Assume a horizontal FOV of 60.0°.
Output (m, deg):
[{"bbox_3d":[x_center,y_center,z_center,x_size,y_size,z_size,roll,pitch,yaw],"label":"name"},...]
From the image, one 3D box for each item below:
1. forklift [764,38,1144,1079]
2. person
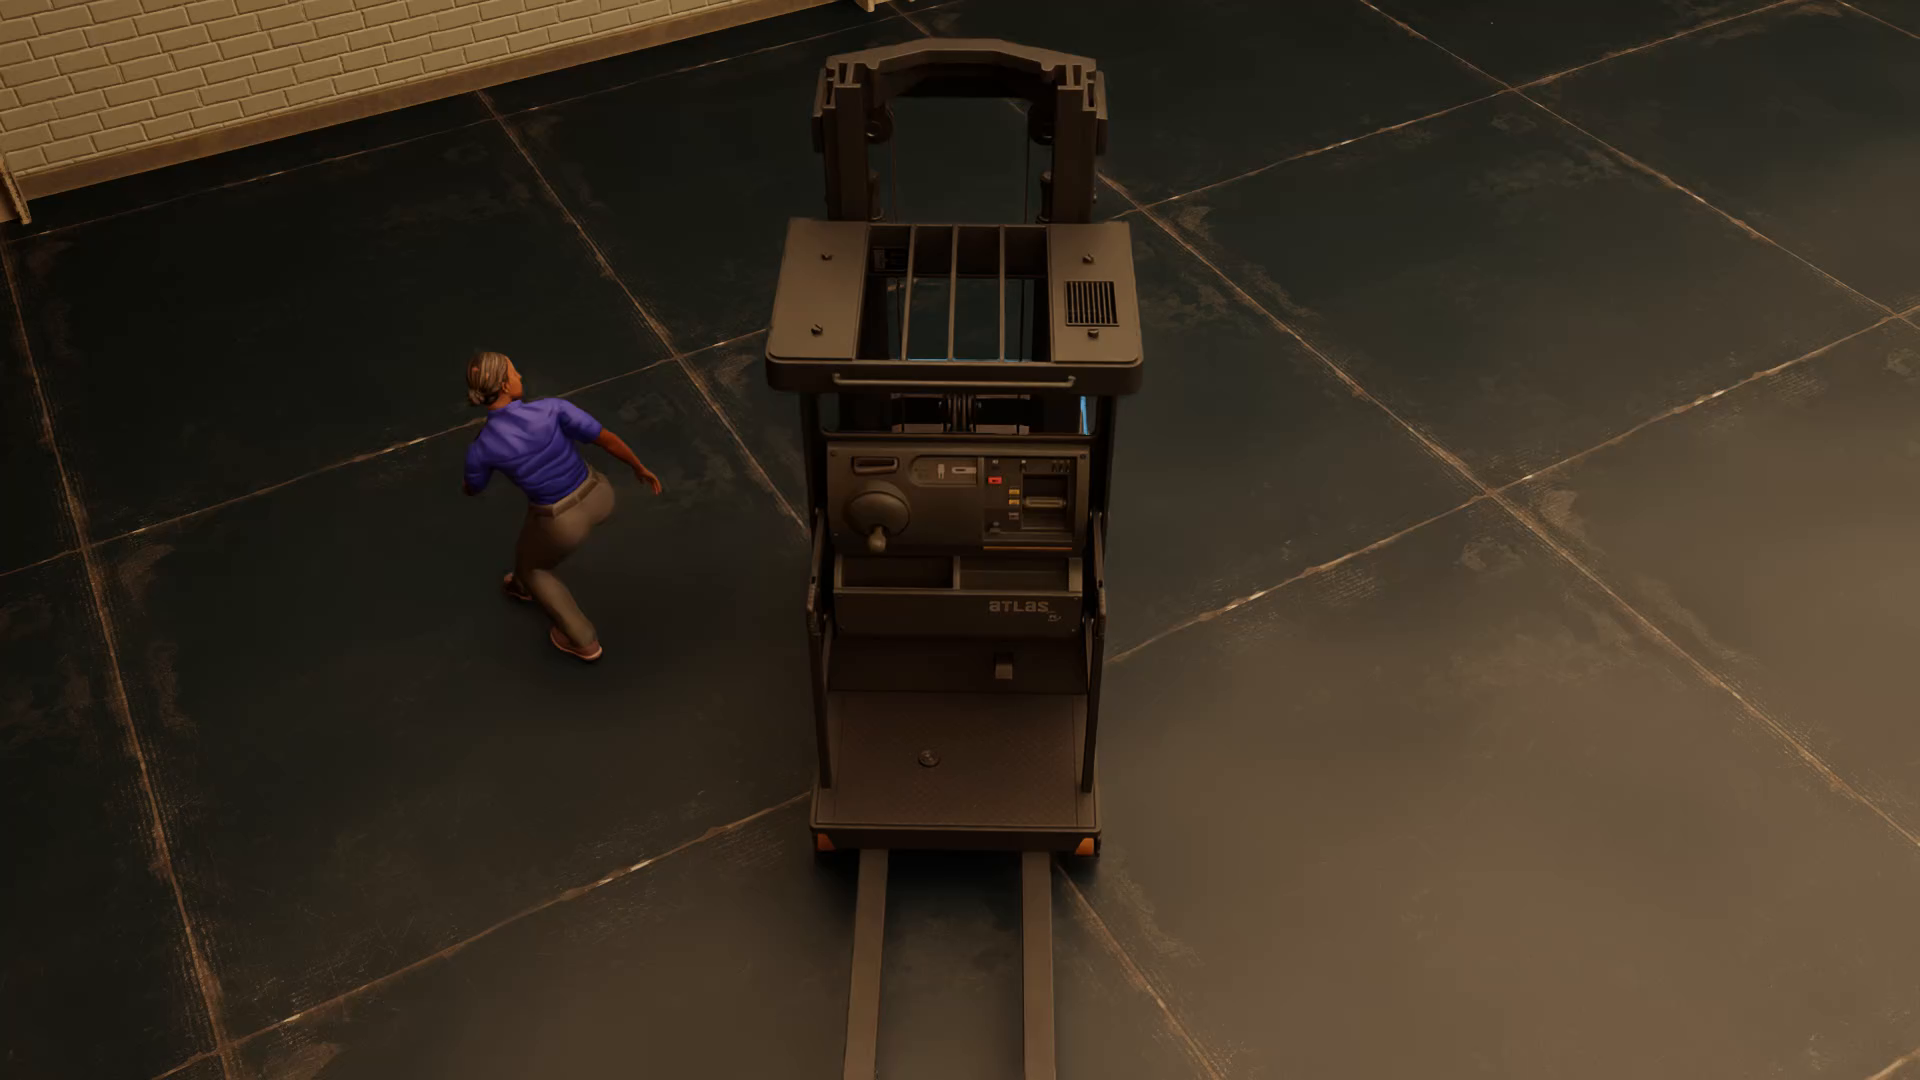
[{"bbox_3d":[-0.009,-0.061,5.764,1.130,2.935,3.031,1,43,1],"label":"forklift"},{"bbox_3d":[-1.744,-0.231,7.027,0.684,1.490,0.746,-34,53,-31],"label":"person"}]
